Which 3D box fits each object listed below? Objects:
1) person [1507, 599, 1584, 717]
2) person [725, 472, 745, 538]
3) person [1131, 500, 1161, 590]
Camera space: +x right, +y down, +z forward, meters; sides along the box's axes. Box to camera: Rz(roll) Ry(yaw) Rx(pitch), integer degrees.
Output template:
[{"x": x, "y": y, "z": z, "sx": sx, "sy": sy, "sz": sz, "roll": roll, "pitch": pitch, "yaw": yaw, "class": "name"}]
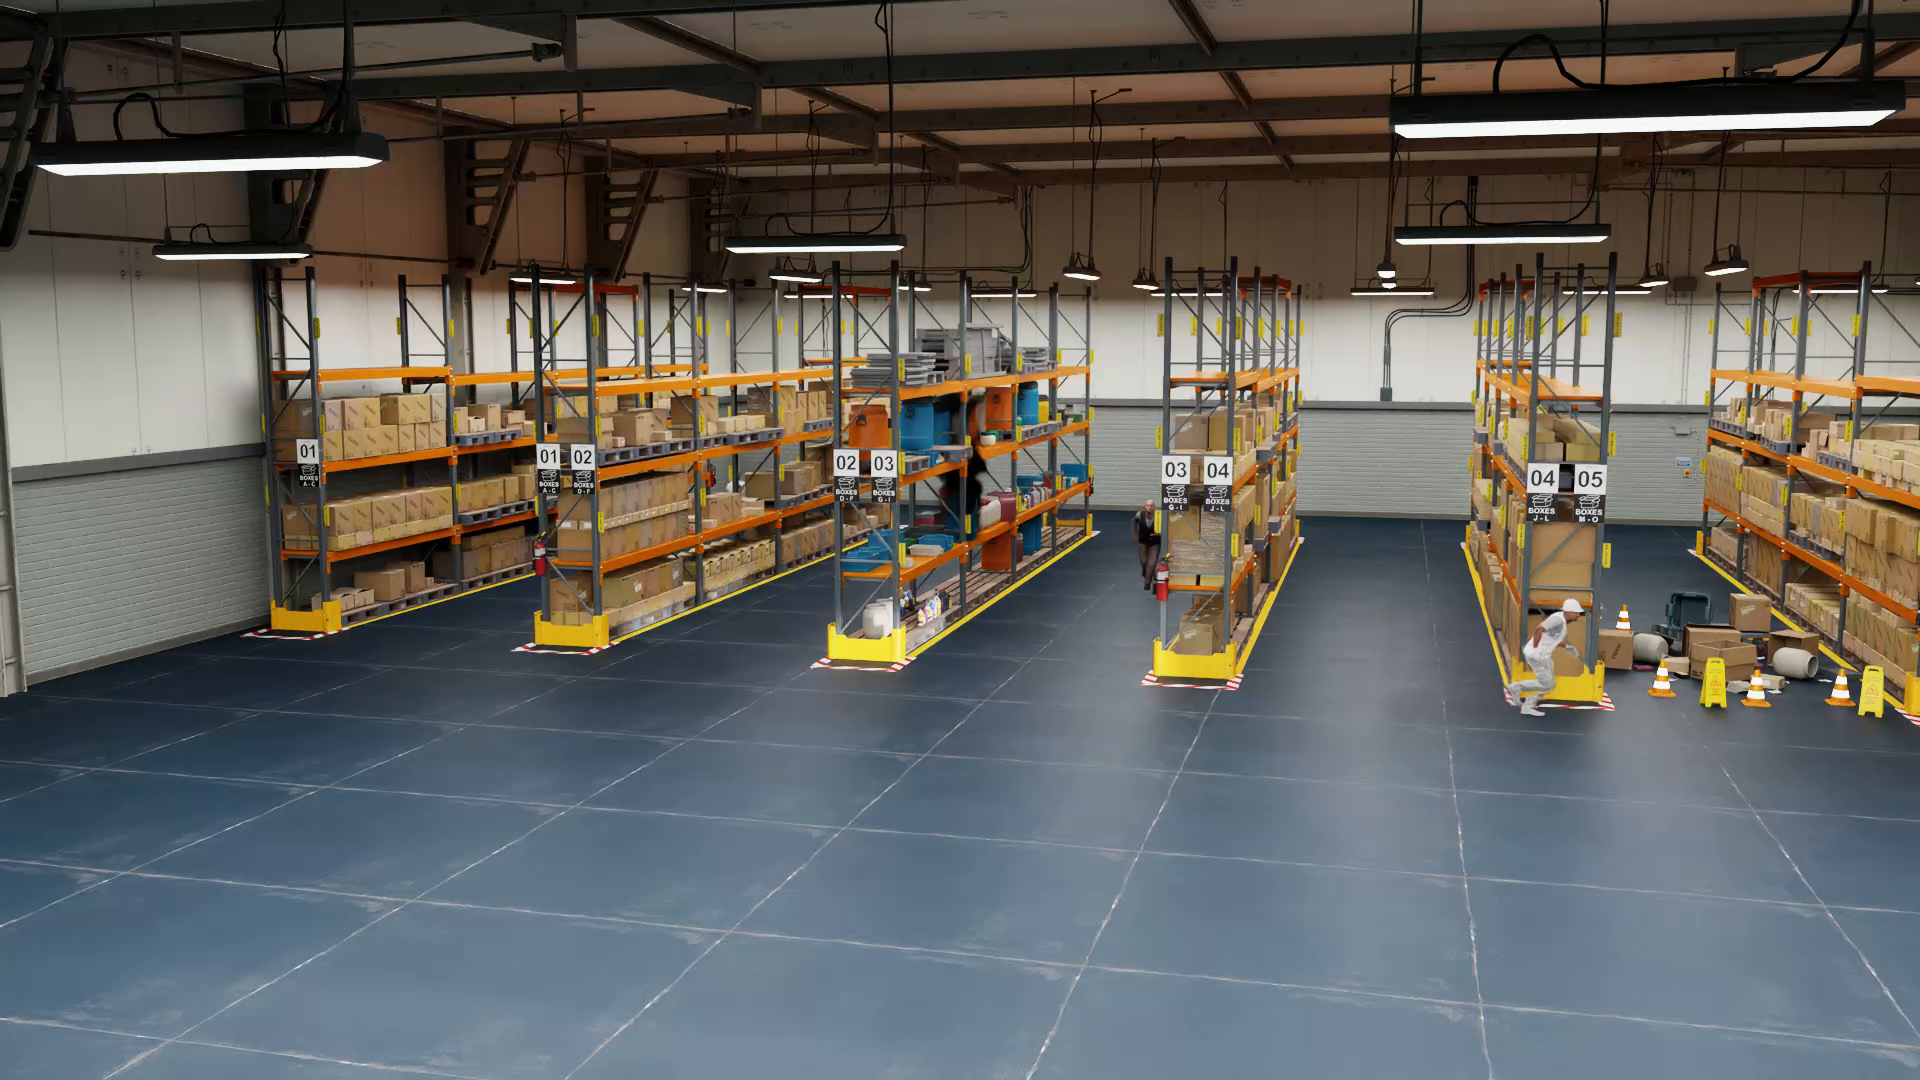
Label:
[{"x": 7.526, "y": 1.520, "z": 21.419, "sx": 0.914, "sy": 1.580, "sz": 0.707, "roll": 5, "pitch": 9, "yaw": 32, "class": "person"}, {"x": -5.326, "y": -0.843, "z": 39.620, "sx": 0.552, "sy": 1.648, "sz": 0.663, "roll": 1, "pitch": 7, "yaw": 8, "class": "person"}, {"x": 3.394, "y": 0.092, "z": 30.093, "sx": 0.597, "sy": 1.661, "sz": 0.719, "roll": 1, "pitch": 7, "yaw": 5, "class": "person"}]
